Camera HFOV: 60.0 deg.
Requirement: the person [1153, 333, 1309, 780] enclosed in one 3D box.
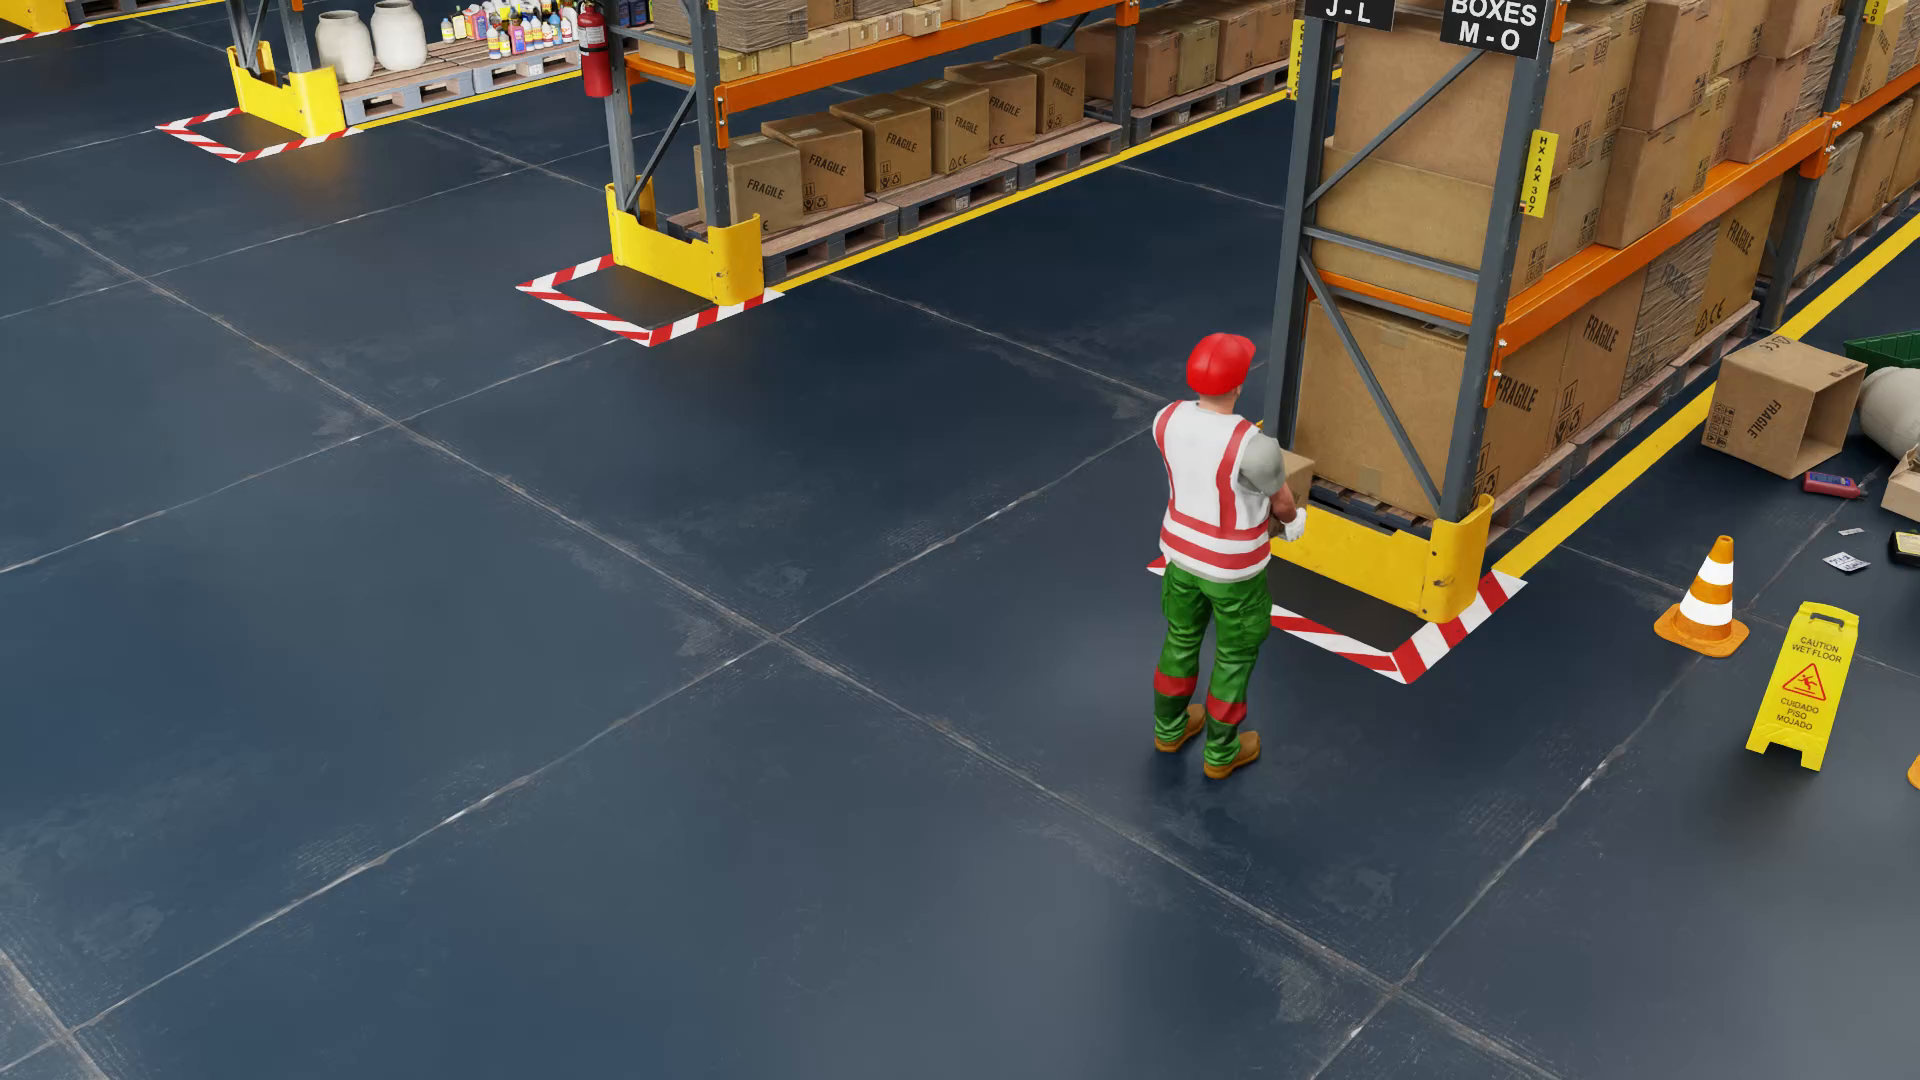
[{"bbox_3d":[0.980,0.023,6.076,0.497,1.785,0.561,25,39,35],"label":"person"}]
